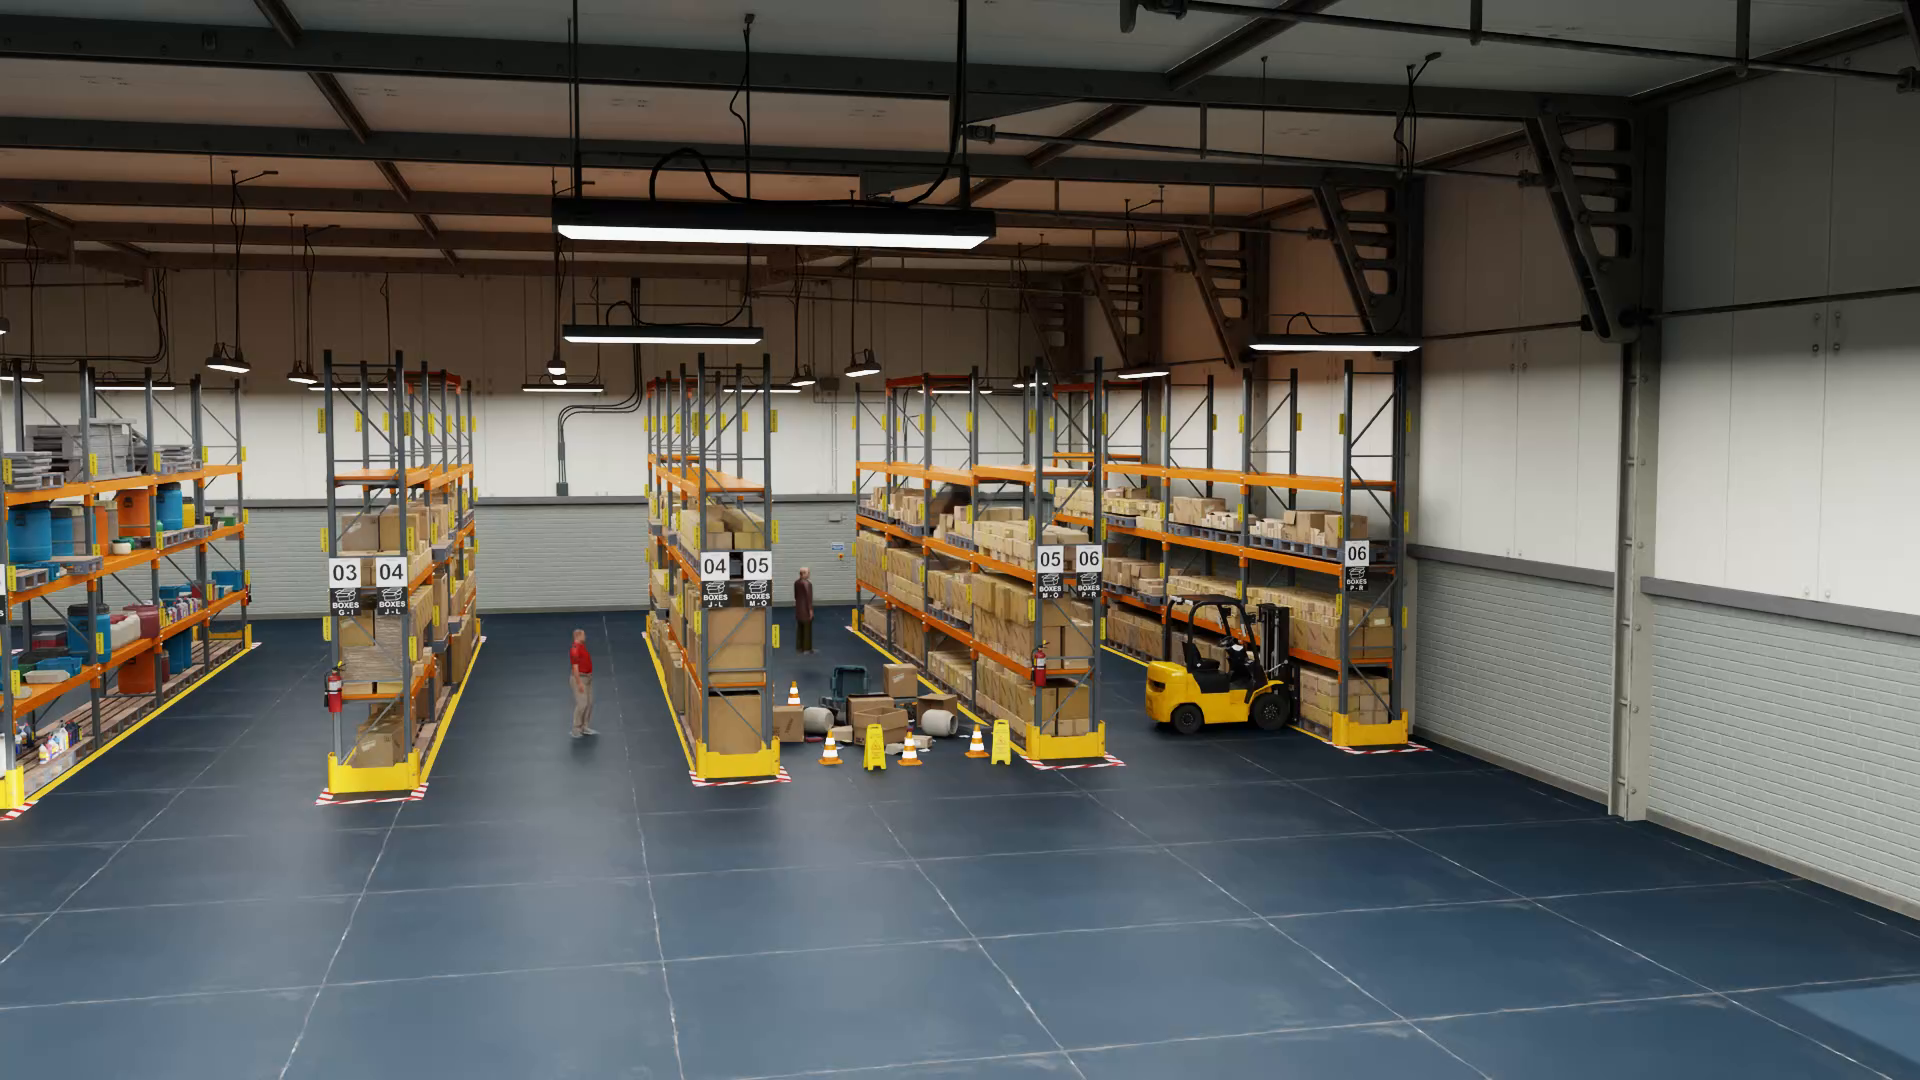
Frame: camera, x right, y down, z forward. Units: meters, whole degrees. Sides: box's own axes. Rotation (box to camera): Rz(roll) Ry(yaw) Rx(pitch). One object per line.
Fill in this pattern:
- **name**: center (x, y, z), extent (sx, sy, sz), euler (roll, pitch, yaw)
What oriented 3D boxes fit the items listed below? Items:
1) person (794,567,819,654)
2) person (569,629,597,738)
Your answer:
- **person**: center (-3.139, 1.436, 34.042), extent (0.428, 1.782, 0.659), euler (-3, 5, -34)
- **person**: center (-6.087, 2.329, 26.818), extent (0.430, 1.808, 0.615), euler (1, 4, 9)
